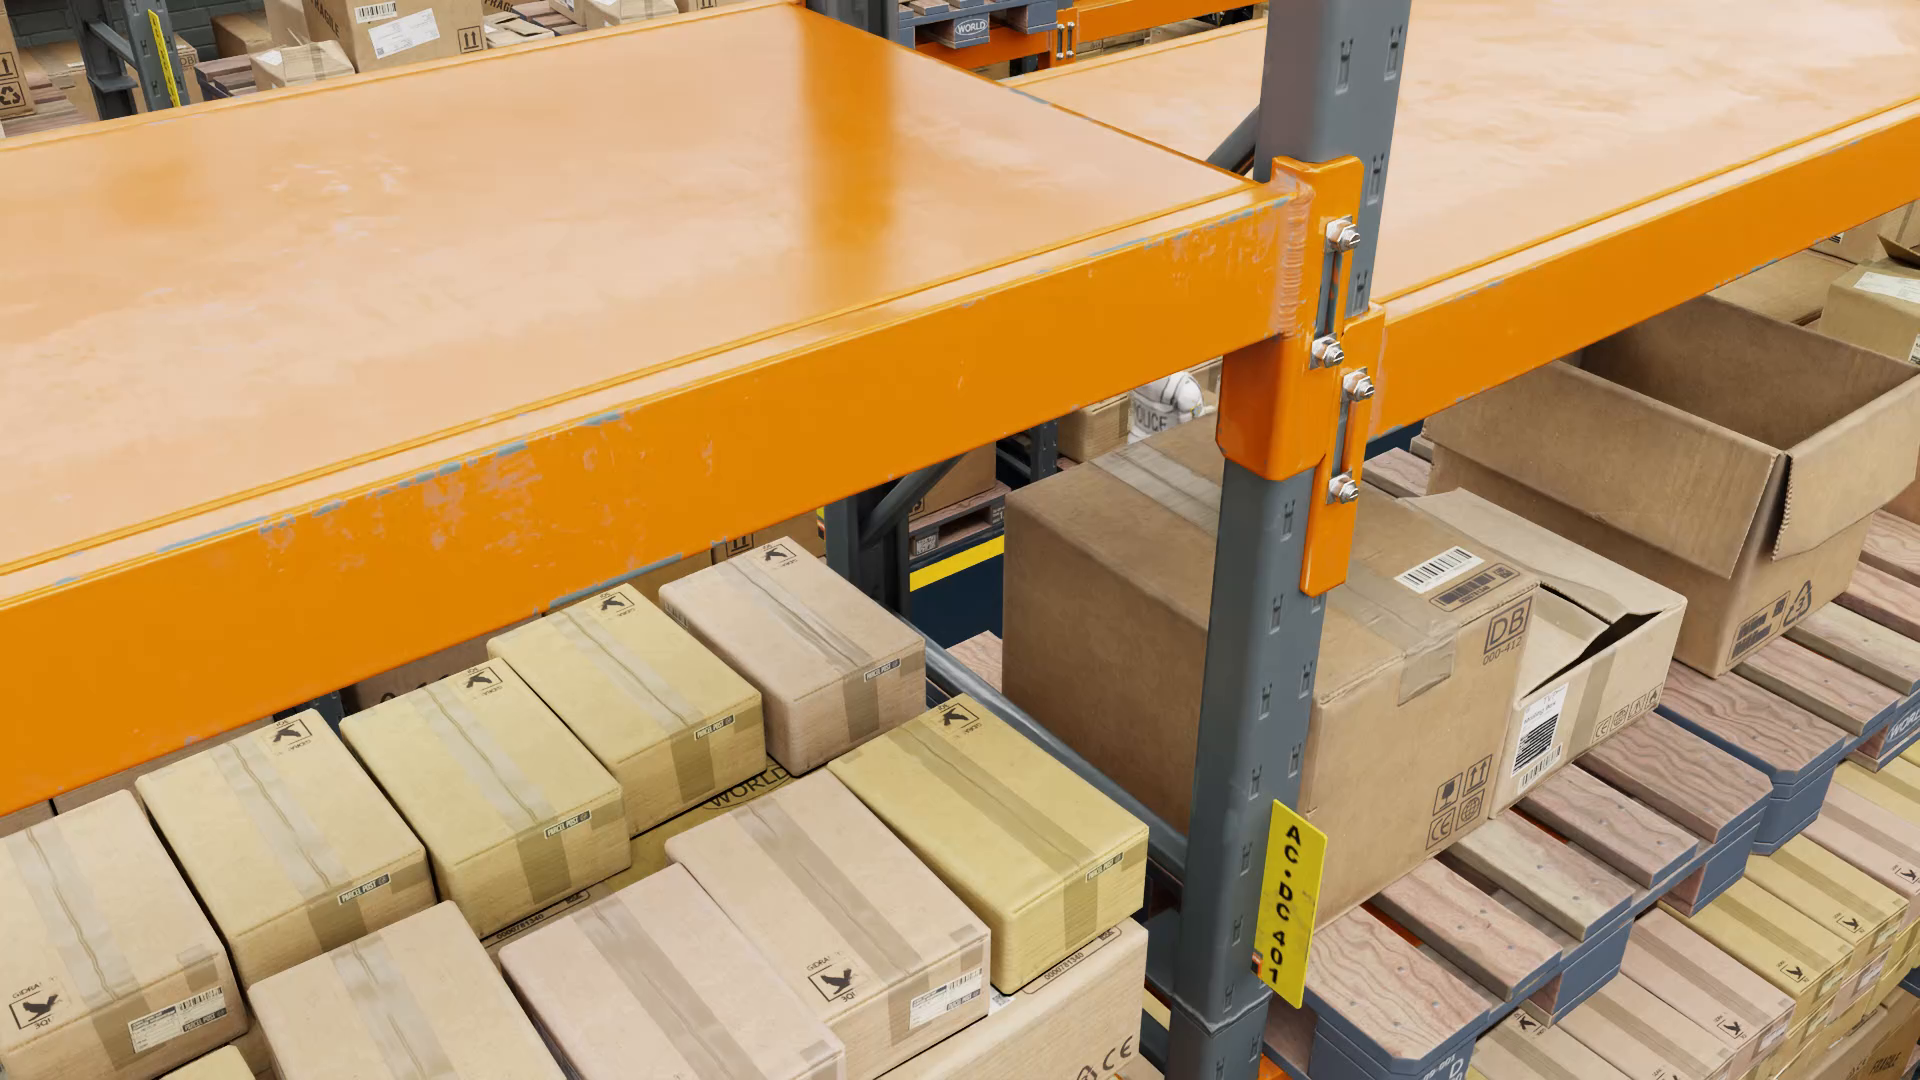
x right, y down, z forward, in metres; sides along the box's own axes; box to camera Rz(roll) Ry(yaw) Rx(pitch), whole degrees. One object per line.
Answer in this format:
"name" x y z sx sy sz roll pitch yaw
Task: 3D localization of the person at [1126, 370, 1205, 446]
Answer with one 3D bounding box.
"person" 1.058 -0.398 8.235 0.517 1.692 0.482 -23 39 -31
